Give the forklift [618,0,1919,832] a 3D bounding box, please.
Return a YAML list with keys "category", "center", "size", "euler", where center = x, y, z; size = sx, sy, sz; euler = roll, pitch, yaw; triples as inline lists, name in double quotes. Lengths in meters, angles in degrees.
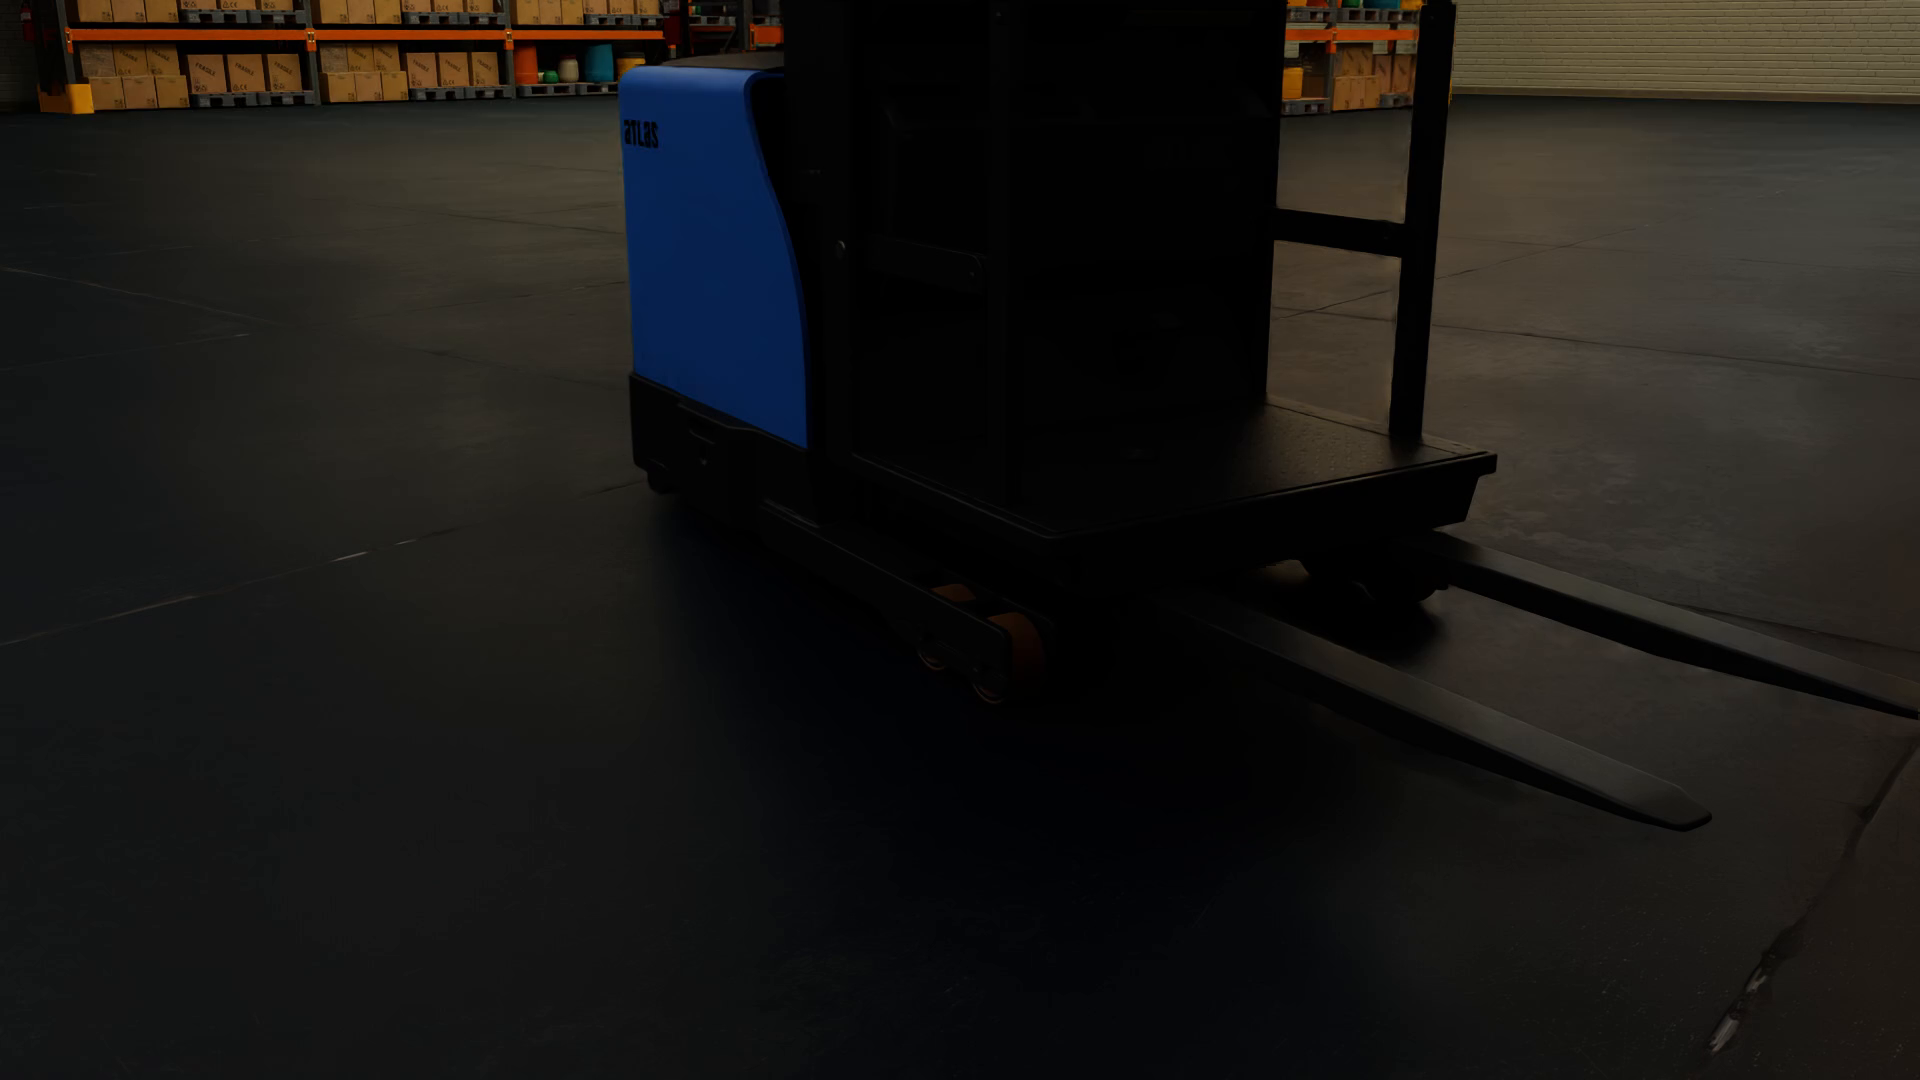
- category: "forklift"
  center: [0.353, -1.262, 3.055]
  size: [1.130, 2.935, 3.031]
  euler: [-10, 20, -31]
